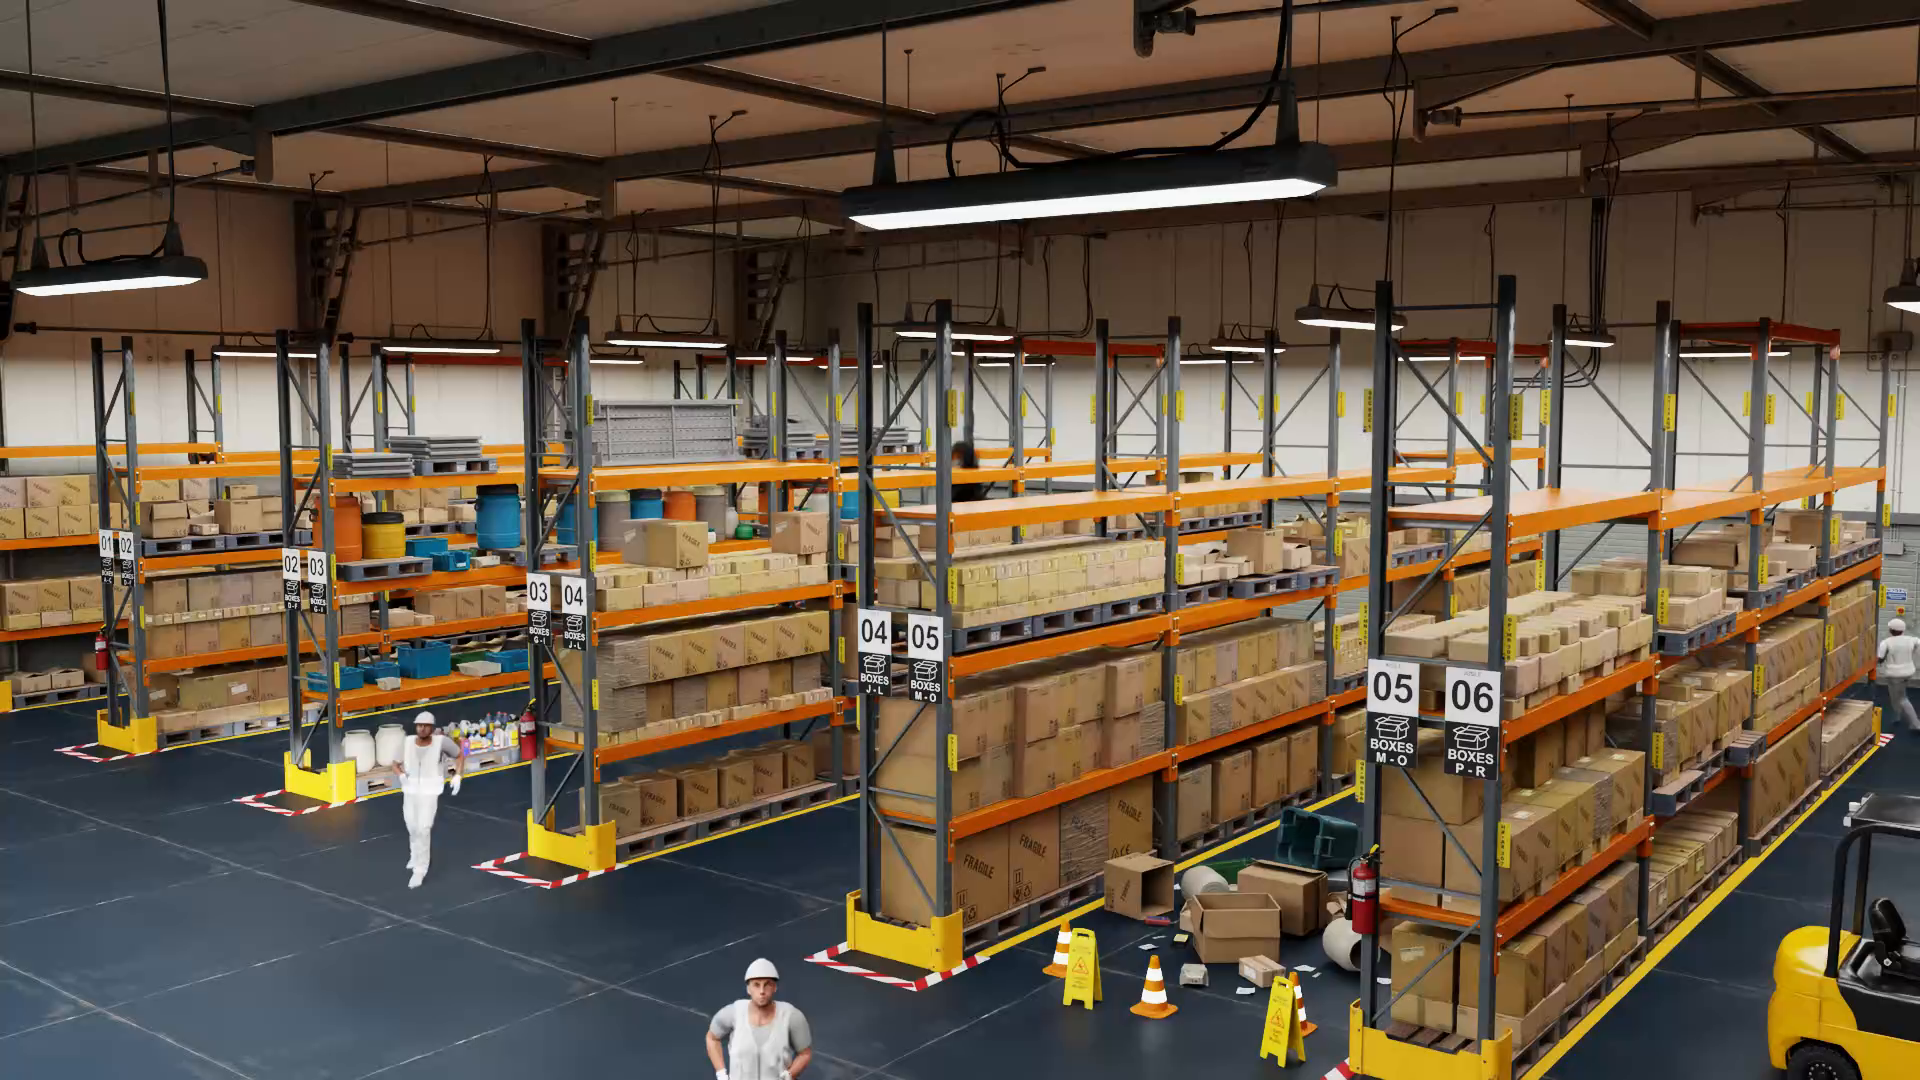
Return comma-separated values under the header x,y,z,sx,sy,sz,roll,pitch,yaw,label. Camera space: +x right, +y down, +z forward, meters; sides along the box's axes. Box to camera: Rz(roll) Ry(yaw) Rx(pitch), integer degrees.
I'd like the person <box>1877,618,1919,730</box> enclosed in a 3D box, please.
x,y,z,sx,sy,sz,roll,pitch,yaw,label
14.393,2.064,25.539,0.713,1.749,0.756,-1,5,-8,person

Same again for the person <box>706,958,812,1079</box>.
x,y,z,sx,sy,sz,roll,pitch,yaw,label
-1.204,3.426,10.007,0.638,1.821,0.624,-1,5,-8,person

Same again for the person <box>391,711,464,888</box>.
x,y,z,sx,sy,sz,roll,pitch,yaw,label
-5.712,2.733,17.791,0.725,1.833,0.814,0,5,0,person
